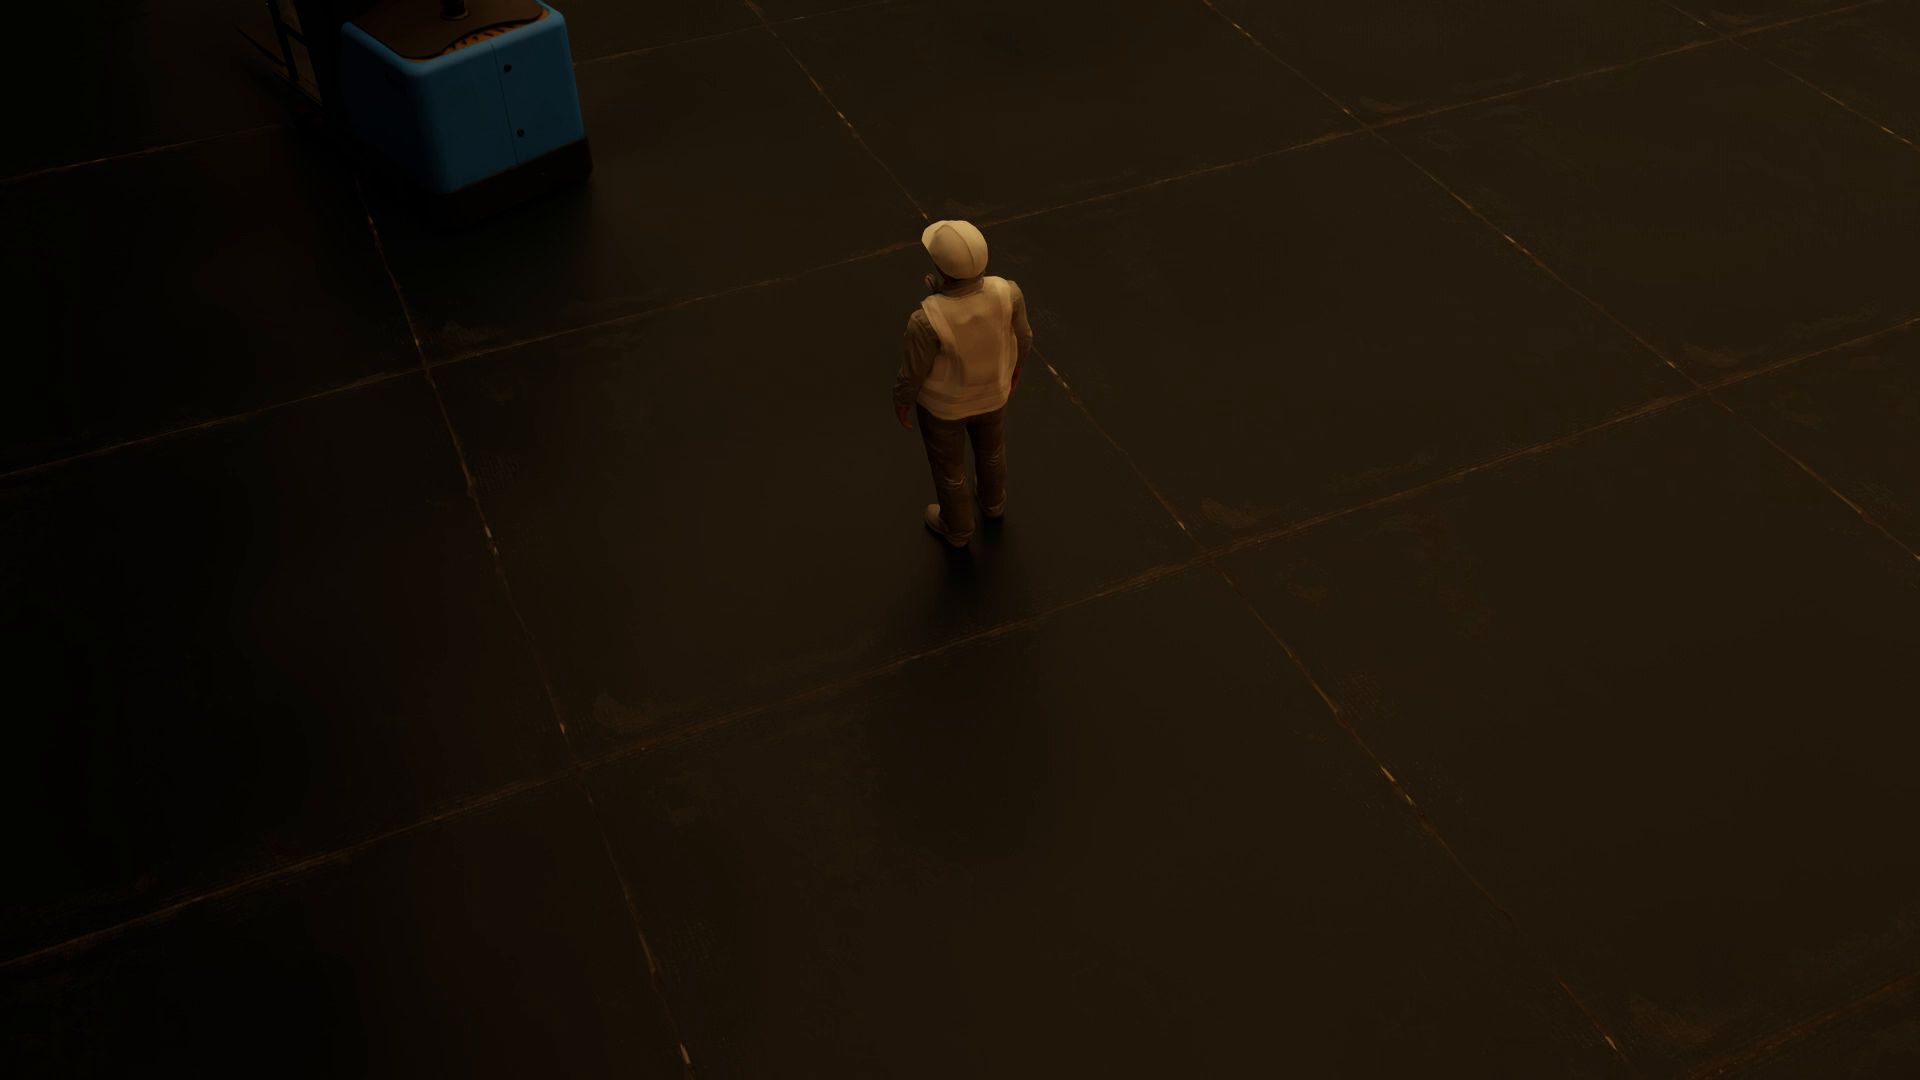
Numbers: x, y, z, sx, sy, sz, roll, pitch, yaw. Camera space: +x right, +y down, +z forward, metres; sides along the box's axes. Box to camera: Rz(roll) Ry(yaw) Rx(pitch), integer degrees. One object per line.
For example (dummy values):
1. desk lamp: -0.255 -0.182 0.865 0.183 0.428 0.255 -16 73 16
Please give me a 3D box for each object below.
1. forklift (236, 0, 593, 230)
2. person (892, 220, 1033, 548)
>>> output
1. forklift: -3.613 -3.788 9.739 1.130 2.935 3.031 -33 52 -30
2. person: -0.019 -0.695 7.261 0.632 1.773 0.568 -18 46 -18
